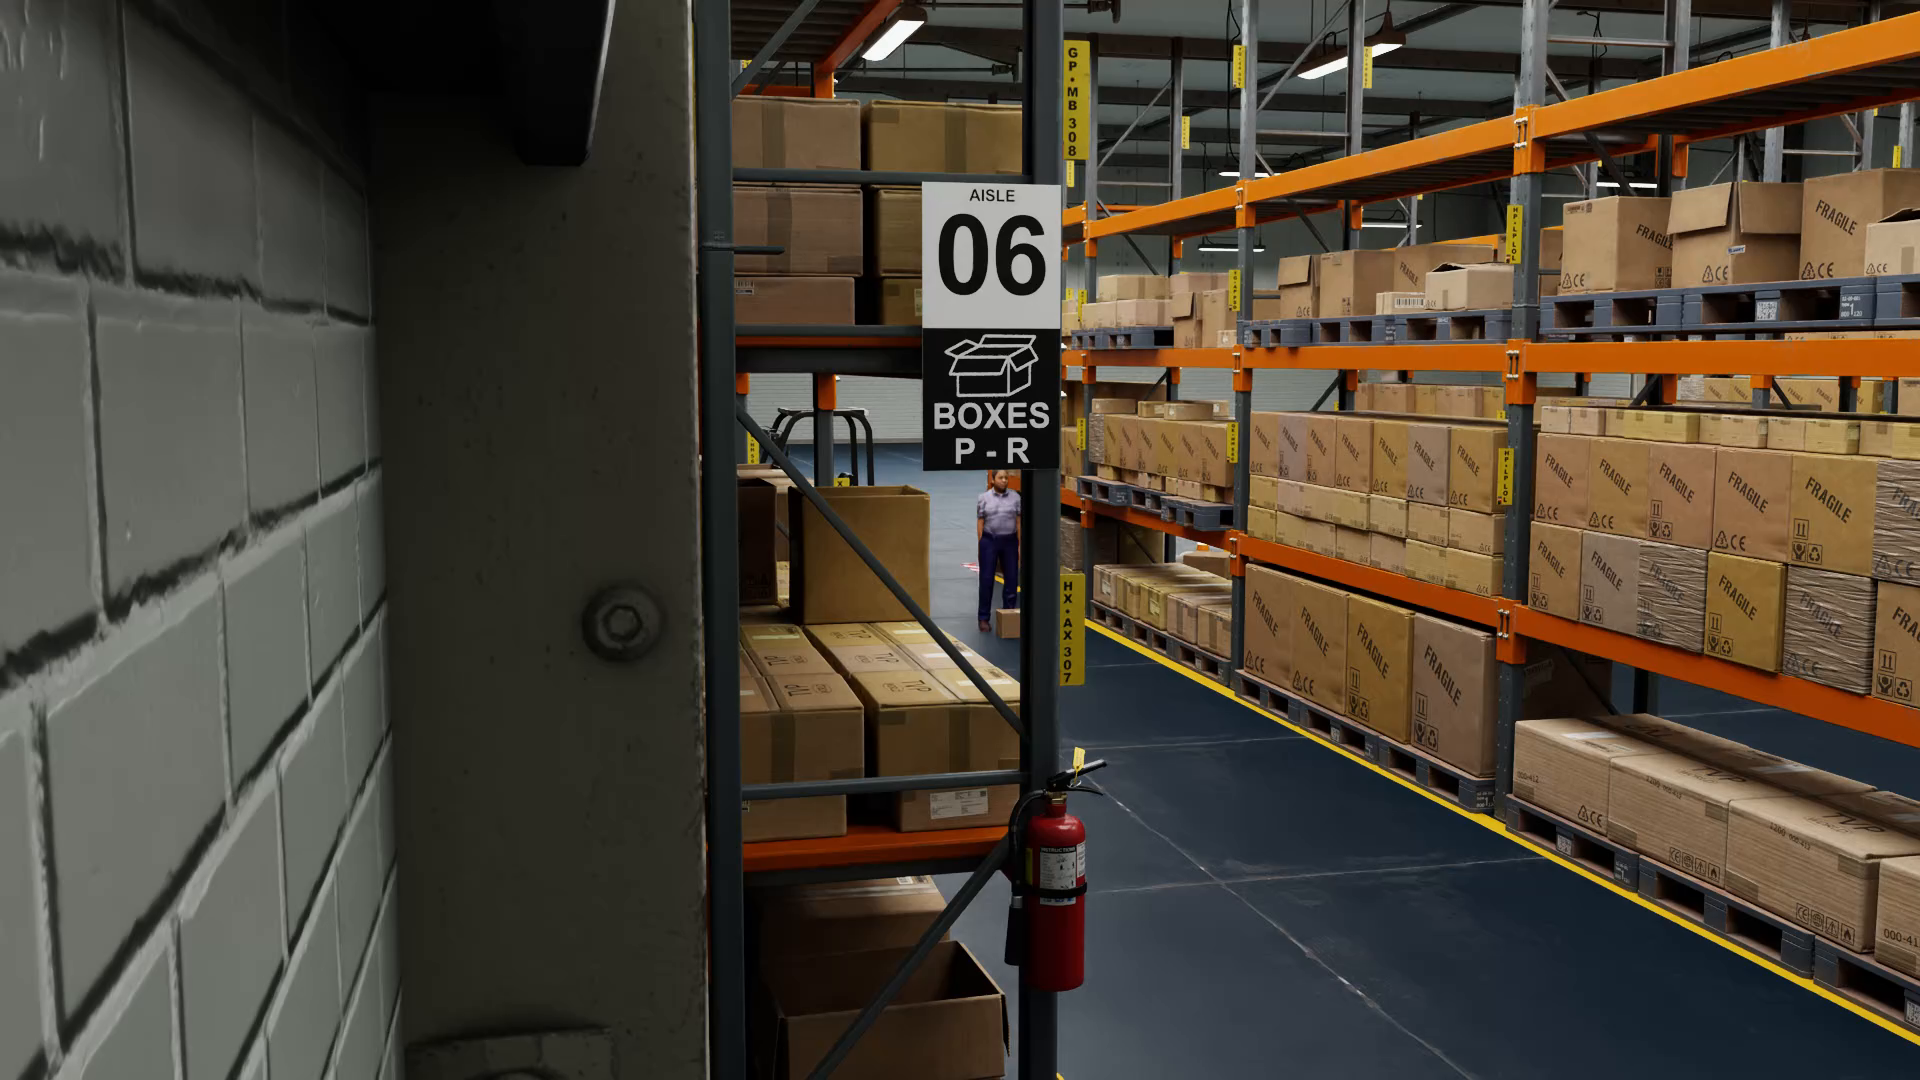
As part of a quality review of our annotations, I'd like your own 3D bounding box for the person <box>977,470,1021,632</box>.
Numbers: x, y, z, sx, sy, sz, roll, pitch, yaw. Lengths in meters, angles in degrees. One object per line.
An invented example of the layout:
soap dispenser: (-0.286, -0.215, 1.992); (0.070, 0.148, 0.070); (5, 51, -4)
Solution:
person: (0.408, 0.085, 16.726); (0.468, 1.653, 0.343); (-1, 6, -12)
